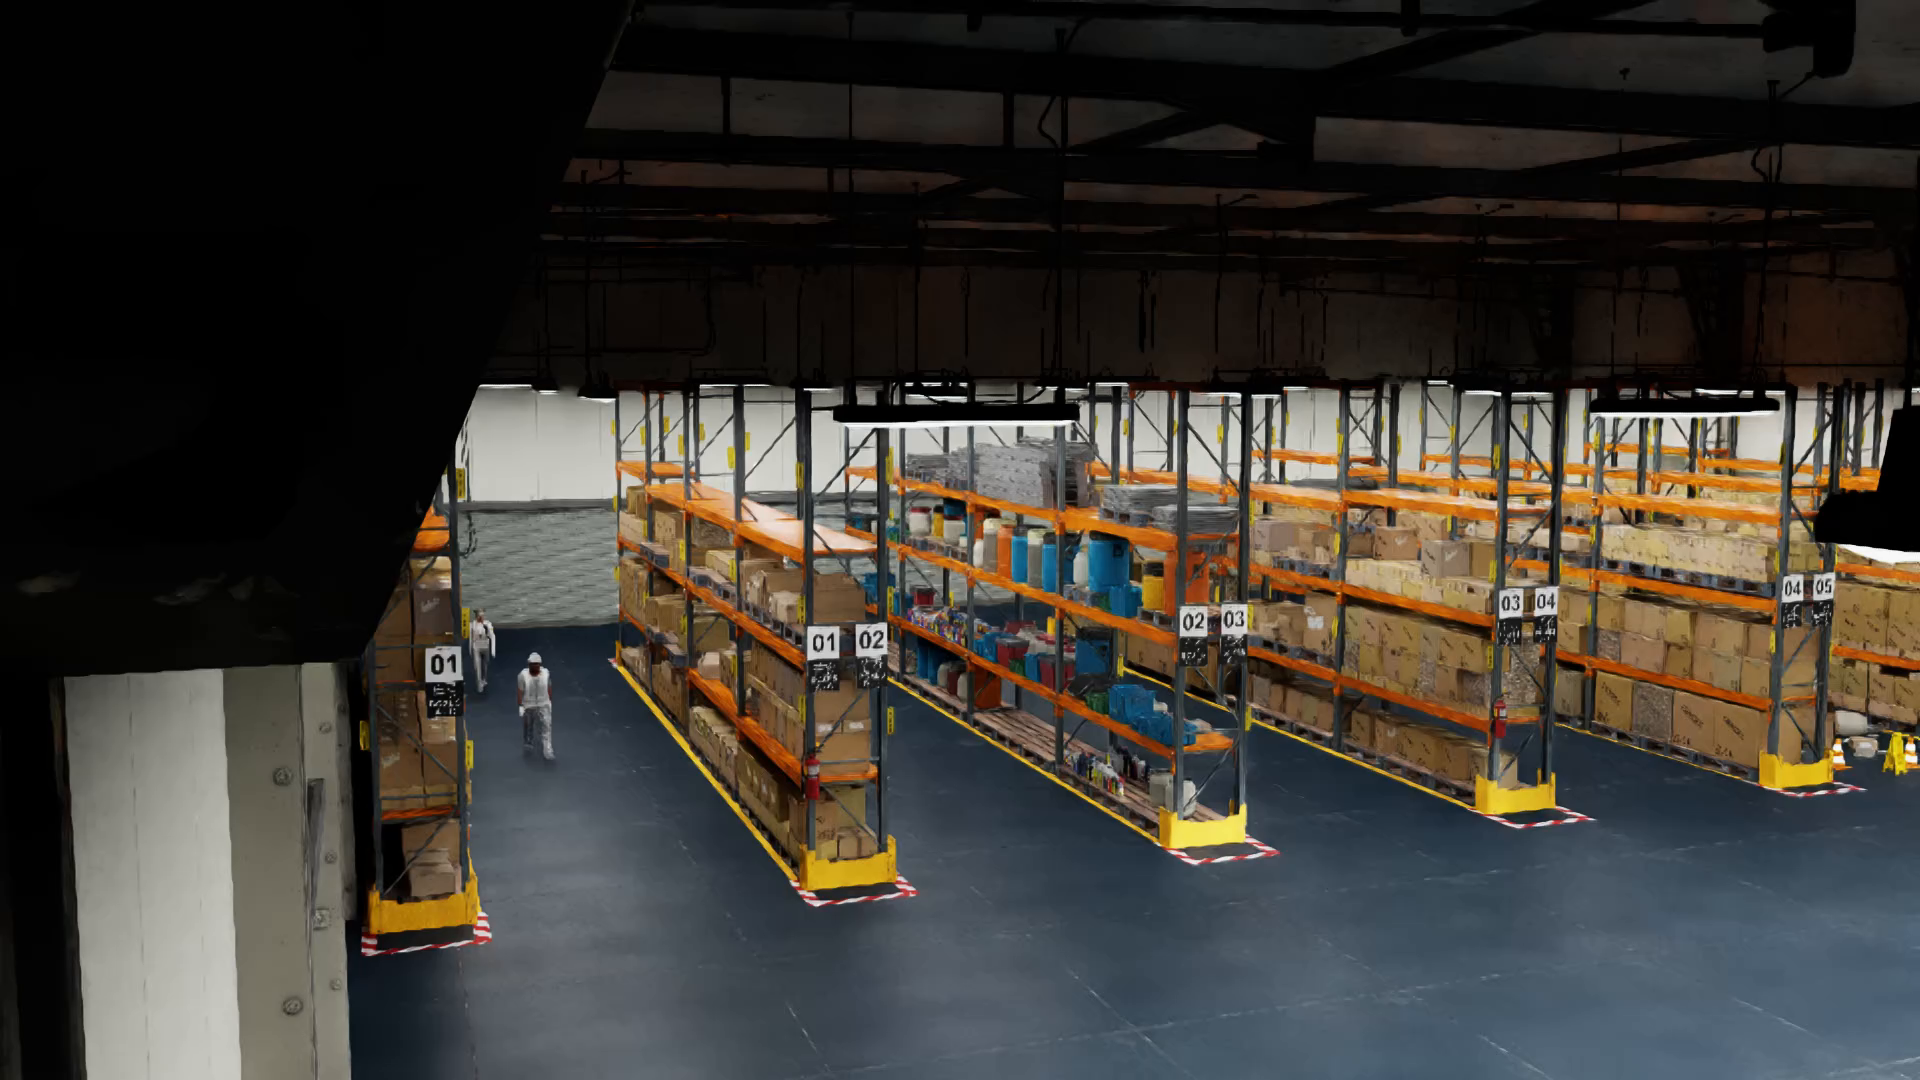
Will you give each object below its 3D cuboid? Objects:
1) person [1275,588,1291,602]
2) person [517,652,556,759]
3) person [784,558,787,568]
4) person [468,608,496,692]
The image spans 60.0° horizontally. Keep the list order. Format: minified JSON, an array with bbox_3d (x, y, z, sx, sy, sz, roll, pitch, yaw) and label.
[{"bbox_3d":[8.448,0.891,43.719,0.505,1.659,0.539,2,6,17],"label":"person"},{"bbox_3d":[-6.822,2.642,26.715,0.567,1.702,1.114,-2,6,-22],"label":"person"},{"bbox_3d":[-4.330,1.298,39.280,0.494,1.786,0.720,3,7,26],"label":"person"},{"bbox_3d":[-9.290,2.098,32.347,0.502,1.624,0.997,-2,6,-21],"label":"person"}]
